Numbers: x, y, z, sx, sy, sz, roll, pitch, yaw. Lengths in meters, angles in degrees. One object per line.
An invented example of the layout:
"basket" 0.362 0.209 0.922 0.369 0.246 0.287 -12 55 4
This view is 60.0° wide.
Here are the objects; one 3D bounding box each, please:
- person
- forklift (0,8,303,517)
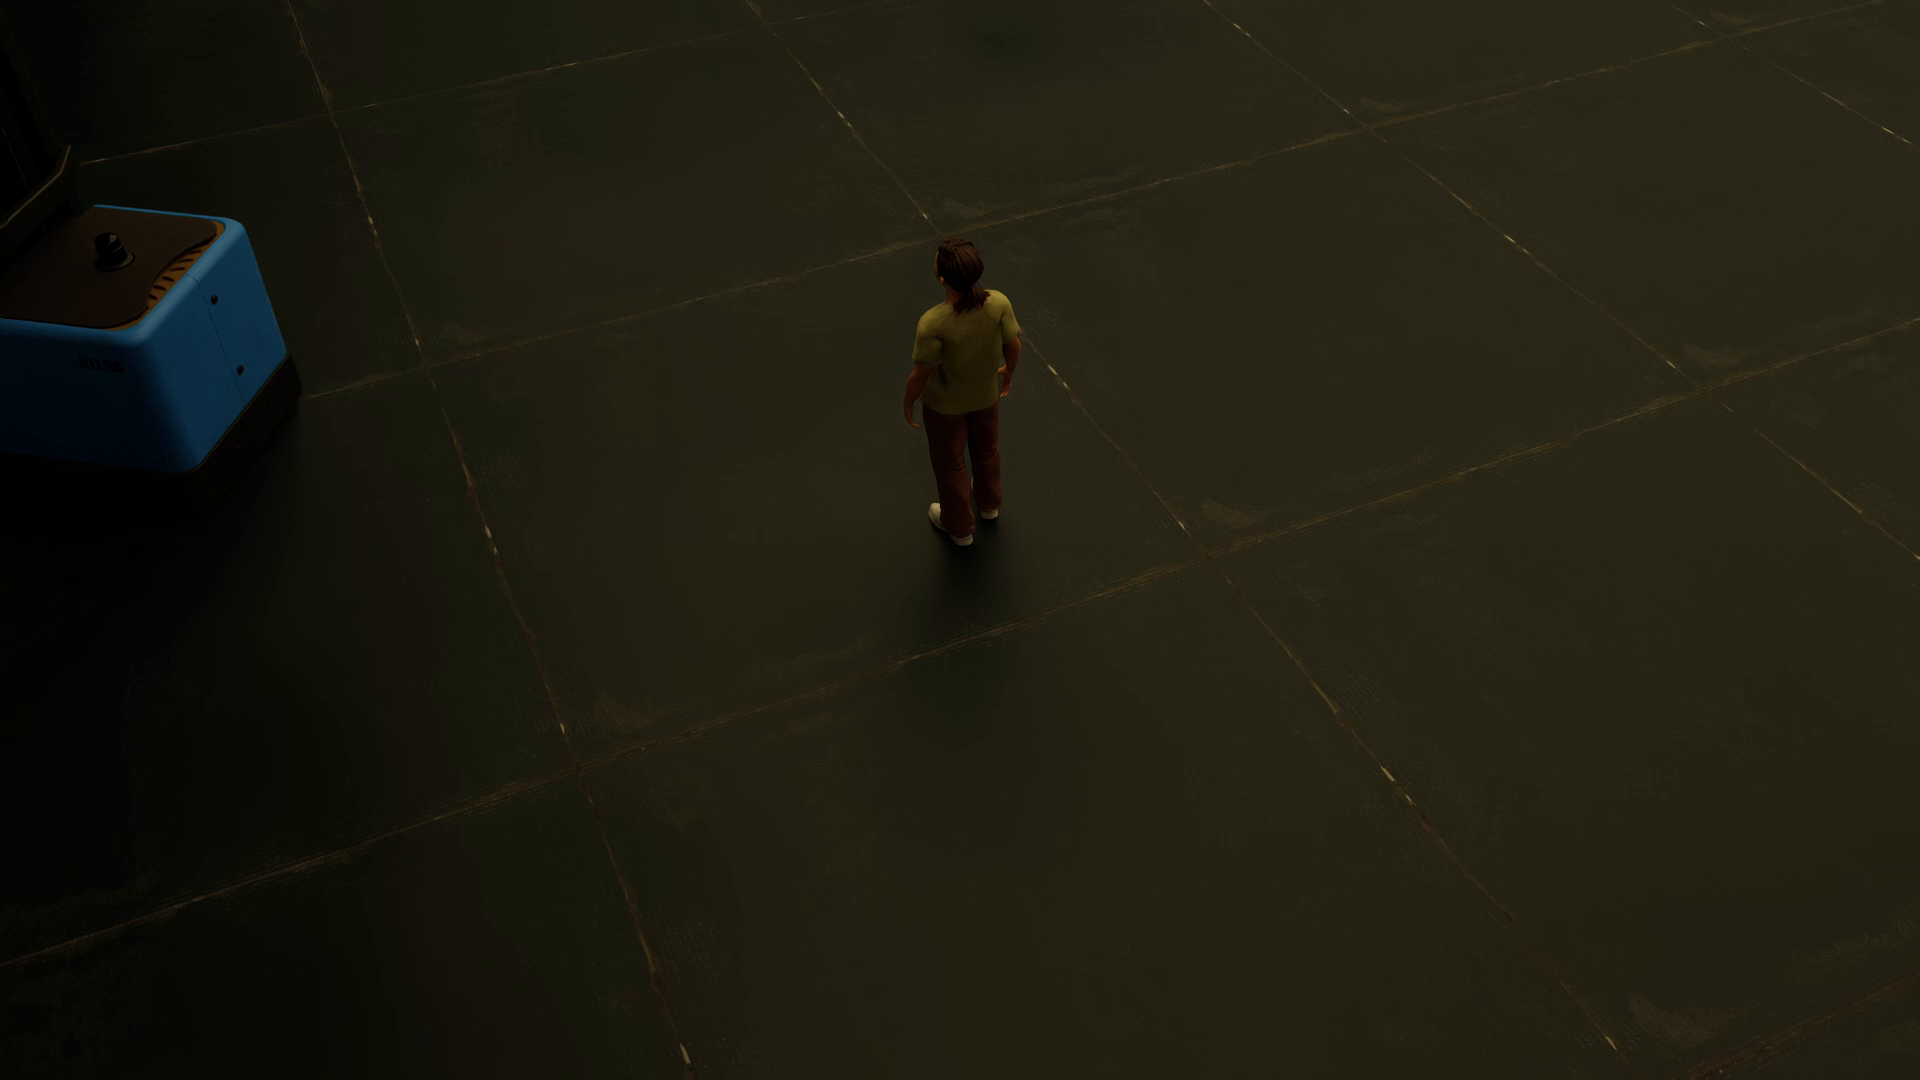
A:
"person" -0.020 -0.667 7.304 0.553 1.675 0.549 -18 46 -18
"forklift" -4.943 -1.669 7.469 3.031 2.935 1.130 7 43 8
